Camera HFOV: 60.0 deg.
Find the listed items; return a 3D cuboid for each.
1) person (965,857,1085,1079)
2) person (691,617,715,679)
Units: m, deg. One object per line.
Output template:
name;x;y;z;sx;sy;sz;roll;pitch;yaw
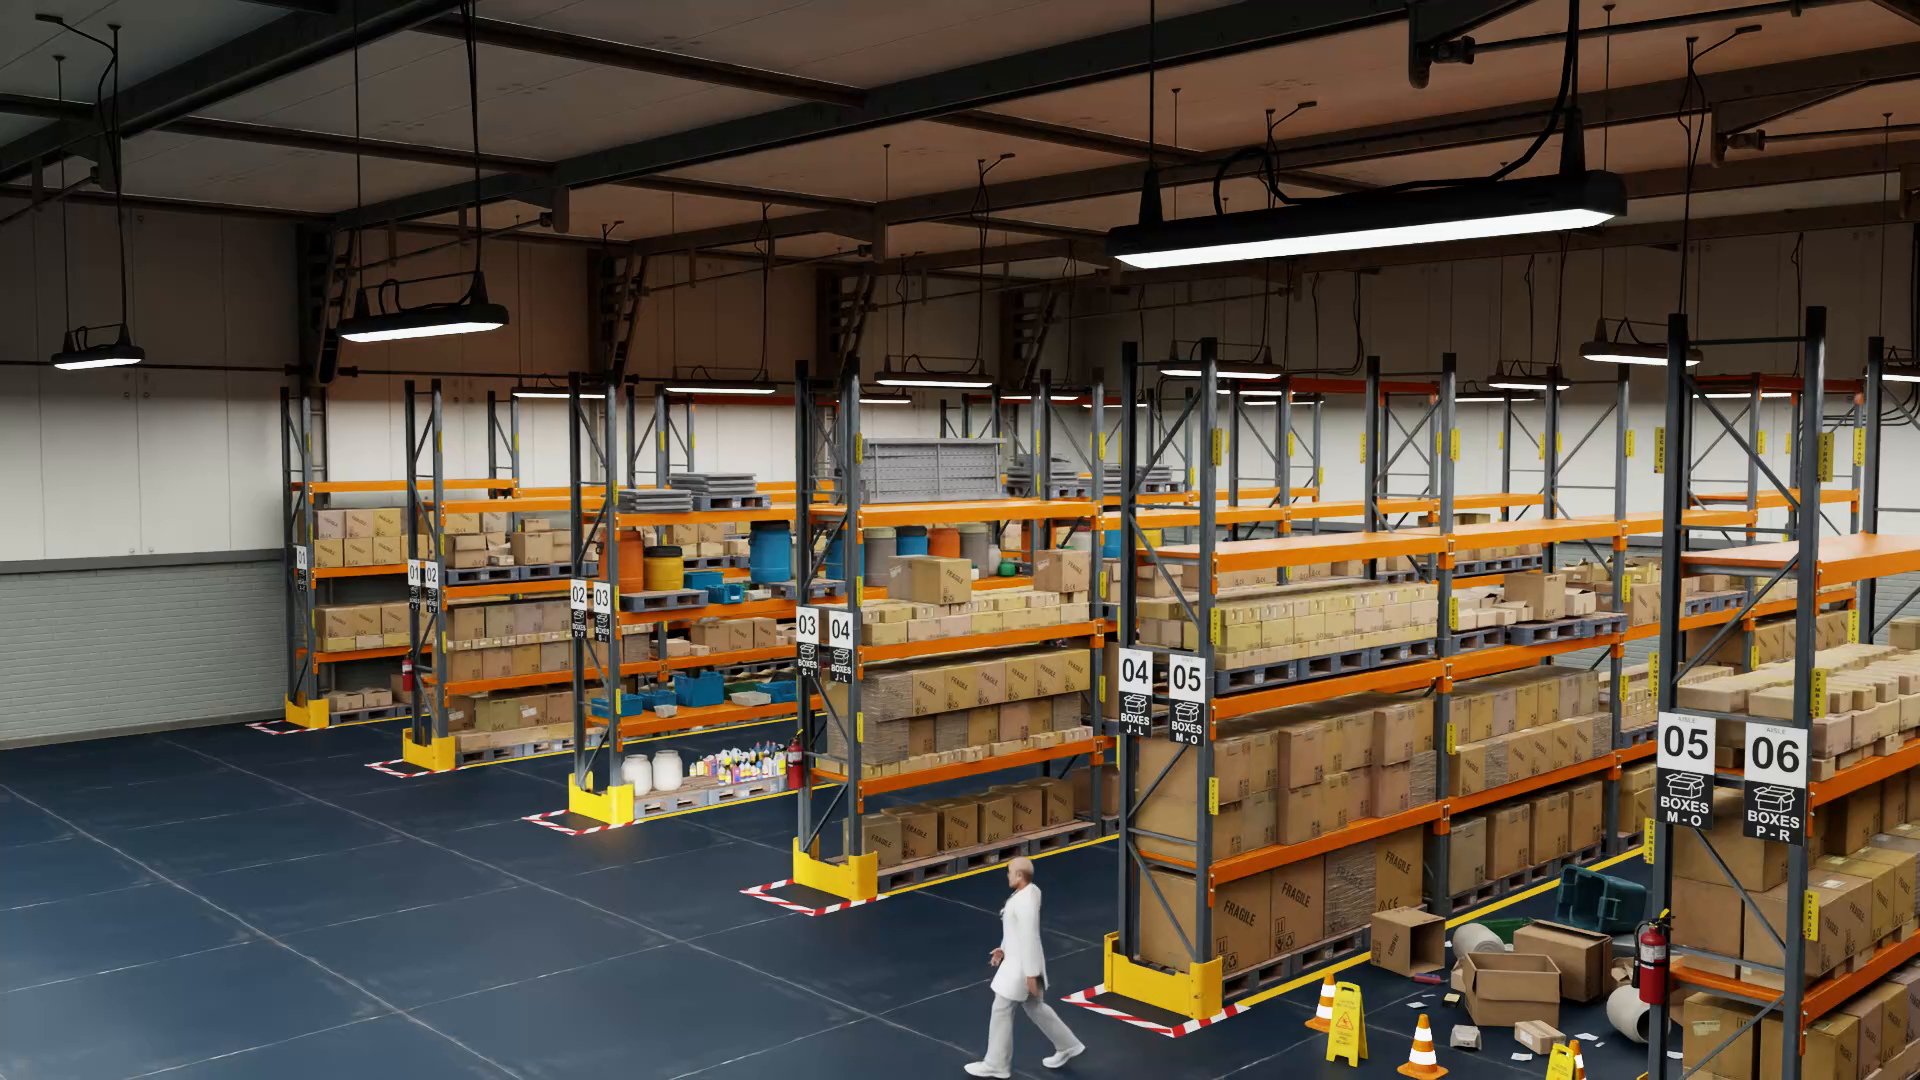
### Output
person;0.532;3.522;13.410;0.922;1.560;0.563;1;4;13
person;-5.115;2.116;33.318;0.562;1.699;0.580;1;4;22
